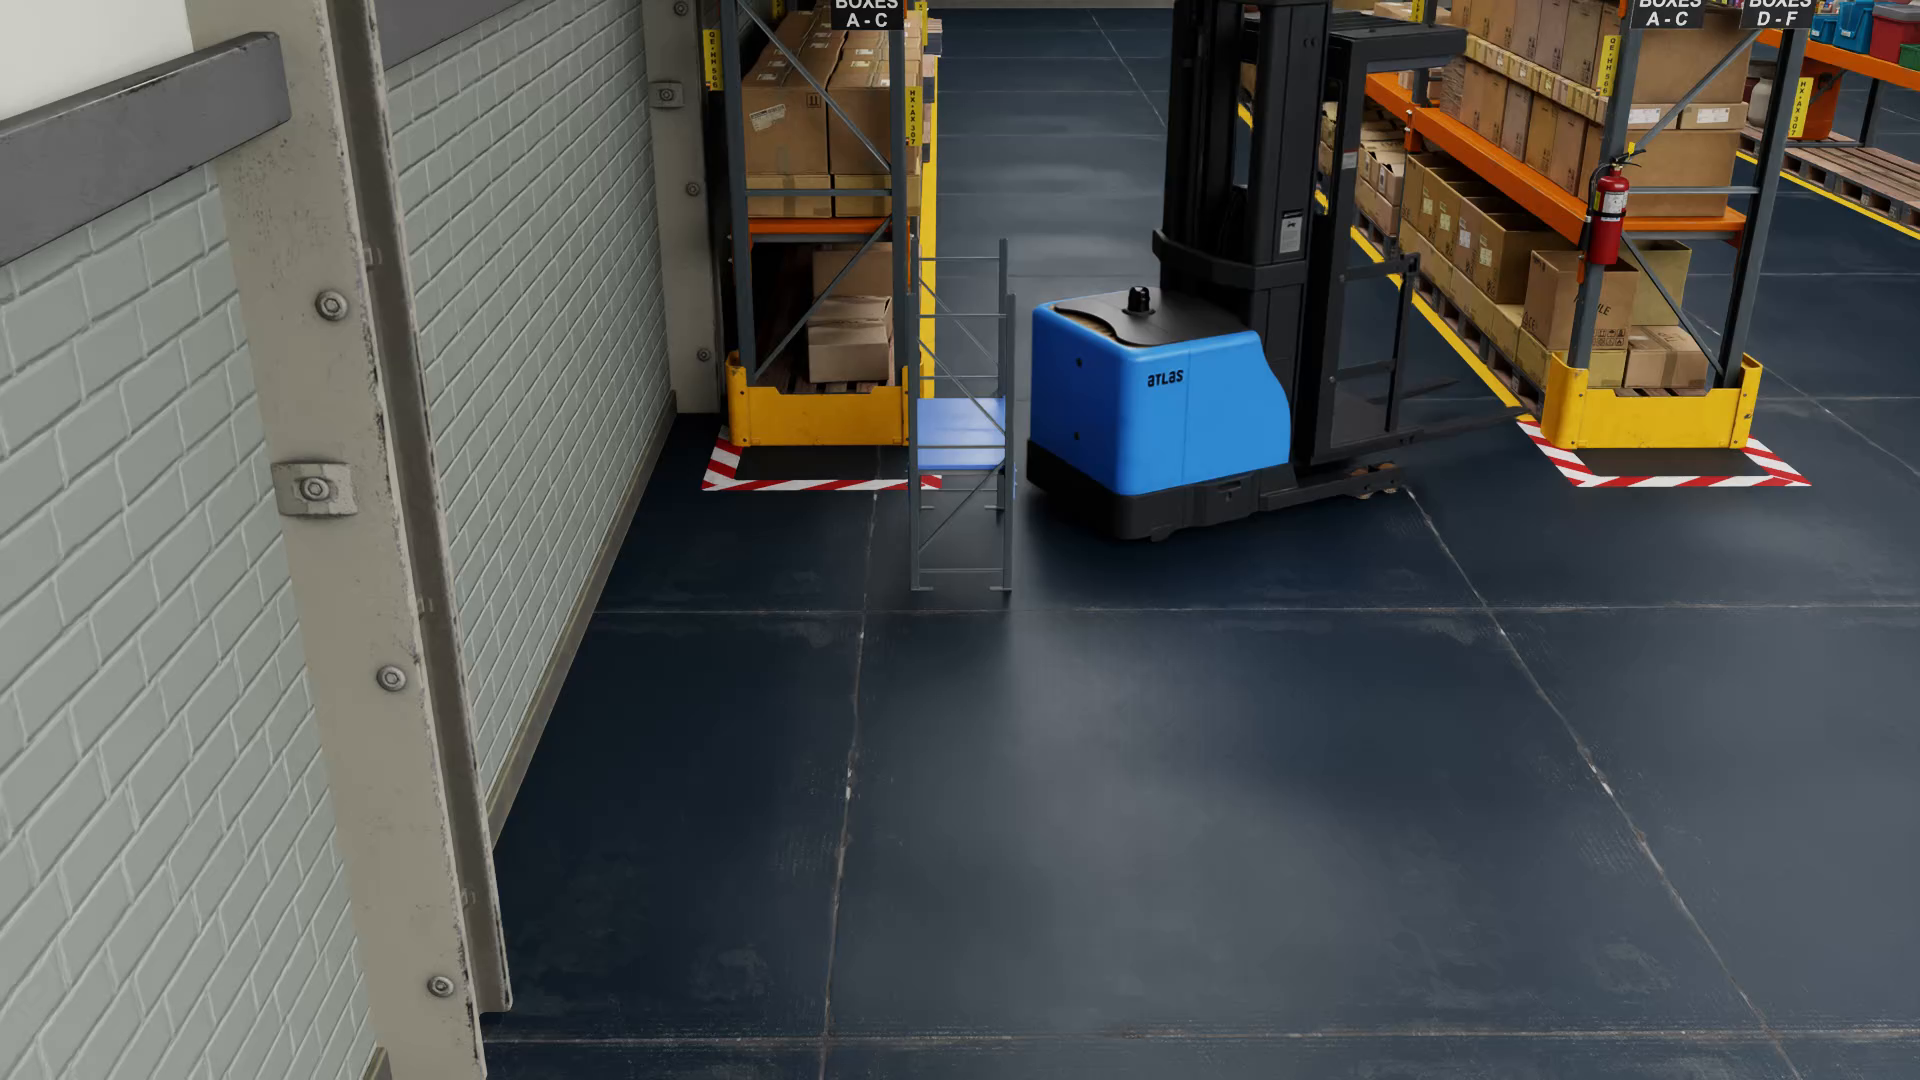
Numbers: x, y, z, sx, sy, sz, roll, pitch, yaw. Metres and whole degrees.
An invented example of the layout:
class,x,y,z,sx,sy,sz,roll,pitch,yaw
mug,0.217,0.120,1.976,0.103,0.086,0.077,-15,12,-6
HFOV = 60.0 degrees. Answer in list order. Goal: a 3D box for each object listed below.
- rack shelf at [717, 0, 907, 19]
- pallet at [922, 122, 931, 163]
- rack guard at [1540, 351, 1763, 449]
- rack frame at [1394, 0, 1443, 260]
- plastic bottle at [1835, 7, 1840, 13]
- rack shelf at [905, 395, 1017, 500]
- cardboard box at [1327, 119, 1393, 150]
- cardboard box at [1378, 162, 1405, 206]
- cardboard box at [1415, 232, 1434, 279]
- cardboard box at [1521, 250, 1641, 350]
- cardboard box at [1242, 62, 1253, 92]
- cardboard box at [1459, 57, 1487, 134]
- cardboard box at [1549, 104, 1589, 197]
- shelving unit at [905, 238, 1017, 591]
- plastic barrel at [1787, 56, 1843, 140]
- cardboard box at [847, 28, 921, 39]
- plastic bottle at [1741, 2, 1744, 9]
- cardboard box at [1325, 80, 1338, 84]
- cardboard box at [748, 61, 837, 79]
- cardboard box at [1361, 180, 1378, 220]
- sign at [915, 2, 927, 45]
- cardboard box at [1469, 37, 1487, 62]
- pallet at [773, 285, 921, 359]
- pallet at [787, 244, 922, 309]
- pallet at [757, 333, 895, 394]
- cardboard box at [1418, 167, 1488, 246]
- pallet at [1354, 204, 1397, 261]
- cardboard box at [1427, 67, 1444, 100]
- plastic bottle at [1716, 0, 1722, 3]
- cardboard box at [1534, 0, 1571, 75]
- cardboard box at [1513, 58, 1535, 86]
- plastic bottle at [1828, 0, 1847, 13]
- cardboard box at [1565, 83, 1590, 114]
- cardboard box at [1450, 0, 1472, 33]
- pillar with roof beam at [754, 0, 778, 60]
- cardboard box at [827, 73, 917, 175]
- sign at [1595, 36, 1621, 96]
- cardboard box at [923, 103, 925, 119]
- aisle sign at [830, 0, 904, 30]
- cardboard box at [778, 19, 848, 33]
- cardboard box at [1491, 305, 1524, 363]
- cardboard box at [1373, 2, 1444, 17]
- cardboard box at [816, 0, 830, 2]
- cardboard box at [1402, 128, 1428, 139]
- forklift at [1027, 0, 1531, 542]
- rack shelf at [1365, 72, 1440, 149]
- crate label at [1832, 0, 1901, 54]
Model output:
class,x,y,z,sx,sy,sz,roll,pitch,yaw
rack shelf,-0.826,-3.834,10.821,1.077,0.370,4.000,0,24,-1
pallet,-0.825,-4.323,18.051,1.003,0.211,1.213,0,24,-1
rack guard,4.150,-0.846,10.015,1.175,0.500,0.348,0,24,-1
rack frame,4.106,-3.643,13.166,1.000,3.000,0.127,0,24,-1
plastic bottle,9.182,-5.435,17.277,0.152,0.276,0.135,0,24,-1
rack shelf,0.001,-0.484,8.437,0.538,0.185,1.000,0,24,-1
cardboard box,3.792,-3.842,15.751,0.500,0.311,0.500,-1,24,-2
cardboard box,3.815,-3.003,13.896,0.500,0.311,0.500,0,24,-1
cardboard box,3.808,-2.183,12.765,0.500,0.250,0.500,0,24,-1
cardboard box,3.846,-1.495,10.333,0.500,0.500,0.500,0,24,-1
cardboard box,3.780,-5.801,20.436,0.500,0.500,0.500,-1,24,-3
cardboard box,4.129,-3.289,12.260,0.700,0.500,0.500,-1,24,-1
cardboard box,4.147,-2.450,10.405,0.700,0.500,0.500,0,24,1
shelving unit,0.001,-0.648,8.363,0.538,1.500,1.048,0,24,-1
plastic barrel,8.993,-4.716,17.662,0.600,0.830,0.708,0,24,-1
cardboard box,-0.527,-3.295,11.644,0.500,0.500,0.500,-1,24,-2
plastic bottle,8.591,-5.810,18.198,0.097,0.201,0.097,0,24,0
cardboard box,3.812,-5.102,17.981,0.500,0.250,0.500,1,24,1
cardboard box,-1.017,-2.655,10.227,0.500,0.500,0.500,0,24,0
cardboard box,3.808,-2.960,14.482,0.500,0.250,0.500,-1,24,-1
sign,-0.305,-4.020,12.947,0.100,0.325,0.005,0,24,-1
cardboard box,3.927,-3.555,12.062,0.380,0.149,0.250,0,24,-1
pallet,-0.789,-1.569,11.962,1.003,0.211,1.213,0,24,-1
pallet,-0.805,-2.072,13.076,1.003,0.211,1.213,0,24,-1
pallet,-0.778,-1.067,10.853,1.003,0.211,1.213,0,24,-1
cardboard box,3.811,-2.525,12.610,0.500,0.500,0.500,0,24,-1
pallet,4.059,-2.676,14.411,1.003,0.211,1.213,0,24,-1
cardboard box,4.057,-3.778,13.645,0.500,0.250,0.500,1,24,3
plastic bottle,8.608,-6.123,18.707,0.144,0.351,0.185,0,24,-1
cardboard box,4.139,-3.270,10.645,0.700,0.500,0.500,0,24,0
cardboard box,3.936,-3.132,11.127,0.380,0.149,0.250,-1,24,-1
plastic bottle,9.329,-5.626,17.701,0.152,0.276,0.135,0,24,-1
cardboard box,3.947,-2.706,10.185,0.380,0.149,0.250,-1,24,-1
cardboard box,4.117,-4.097,12.474,0.700,0.500,0.500,0,24,0
pillar with roof beam,2.563,-7.481,14.371,9.100,9.000,0.400,0,24,-1
cardboard box,-0.509,-2.452,9.779,0.500,0.500,0.500,0,24,0
sign,3.607,-2.634,9.241,0.100,0.325,0.005,0,24,-1
cardboard box,-0.771,-5.144,18.583,0.750,0.750,0.750,0,24,-1
aisle sign,-0.503,-3.128,8.870,0.394,0.787,0.004,0,24,-1
cardboard box,-1.049,-3.494,12.084,0.500,0.500,0.500,0,24,-1
cardboard box,3.831,-1.359,10.943,0.500,0.250,0.500,0,24,-1
cardboard box,4.097,-4.646,15.261,0.500,0.500,0.500,-2,24,-3
cardboard box,-0.818,-4.306,13.975,0.700,0.500,0.500,2,24,5
cardboard box,4.332,-3.642,15.310,0.500,0.311,0.500,0,24,1
forklift,1.920,-1.739,9.039,3.031,2.935,1.130,-12,27,-25
rack shelf,4.084,-4.140,15.136,1.077,0.370,4.000,0,24,-1
crate label,8.756,-4.918,15.941,0.502,0.435,0.616,0,24,-1
